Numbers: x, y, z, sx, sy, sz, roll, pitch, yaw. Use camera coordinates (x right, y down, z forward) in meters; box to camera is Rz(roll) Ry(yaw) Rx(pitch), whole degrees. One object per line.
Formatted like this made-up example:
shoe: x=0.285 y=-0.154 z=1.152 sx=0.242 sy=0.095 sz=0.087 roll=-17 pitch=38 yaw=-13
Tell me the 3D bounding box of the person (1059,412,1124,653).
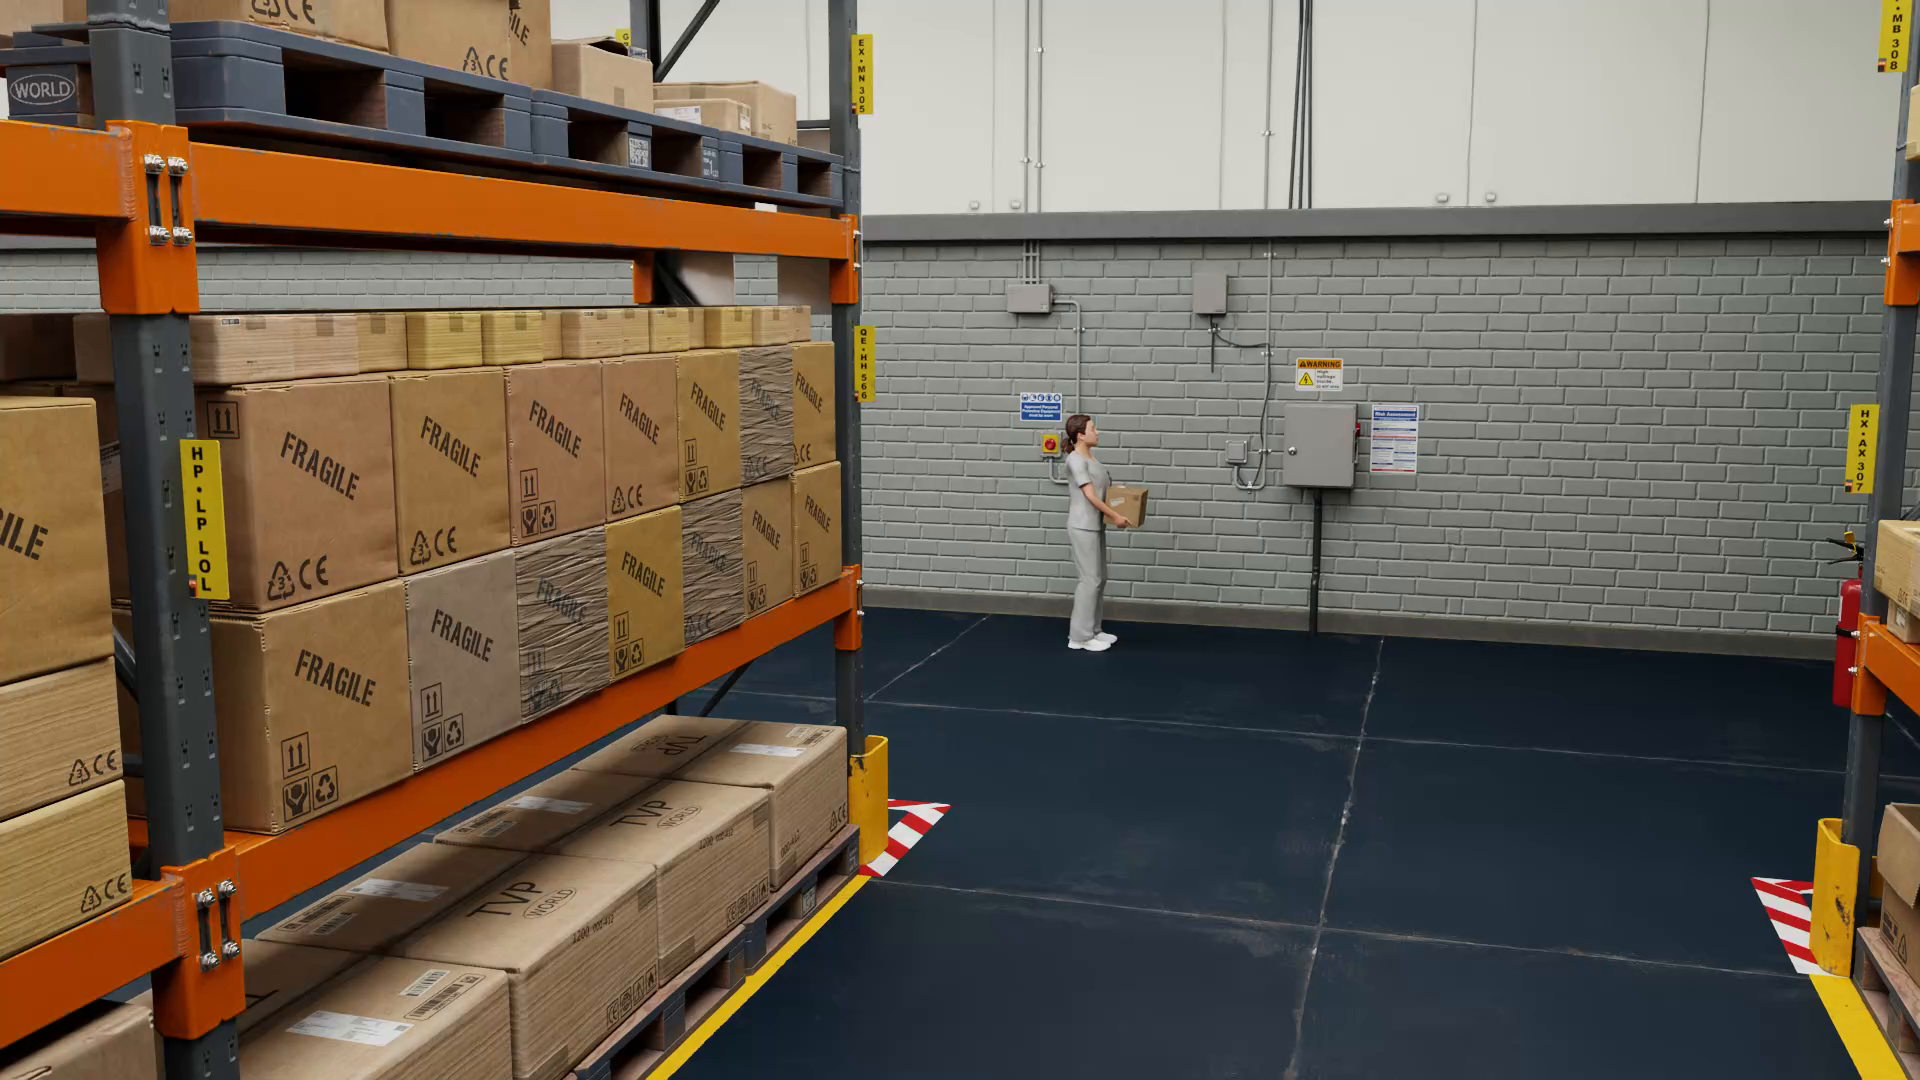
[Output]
person: x=0.942 y=-0.068 z=11.792 sx=0.513 sy=1.676 sz=0.474 roll=3 pitch=9 yaw=17
